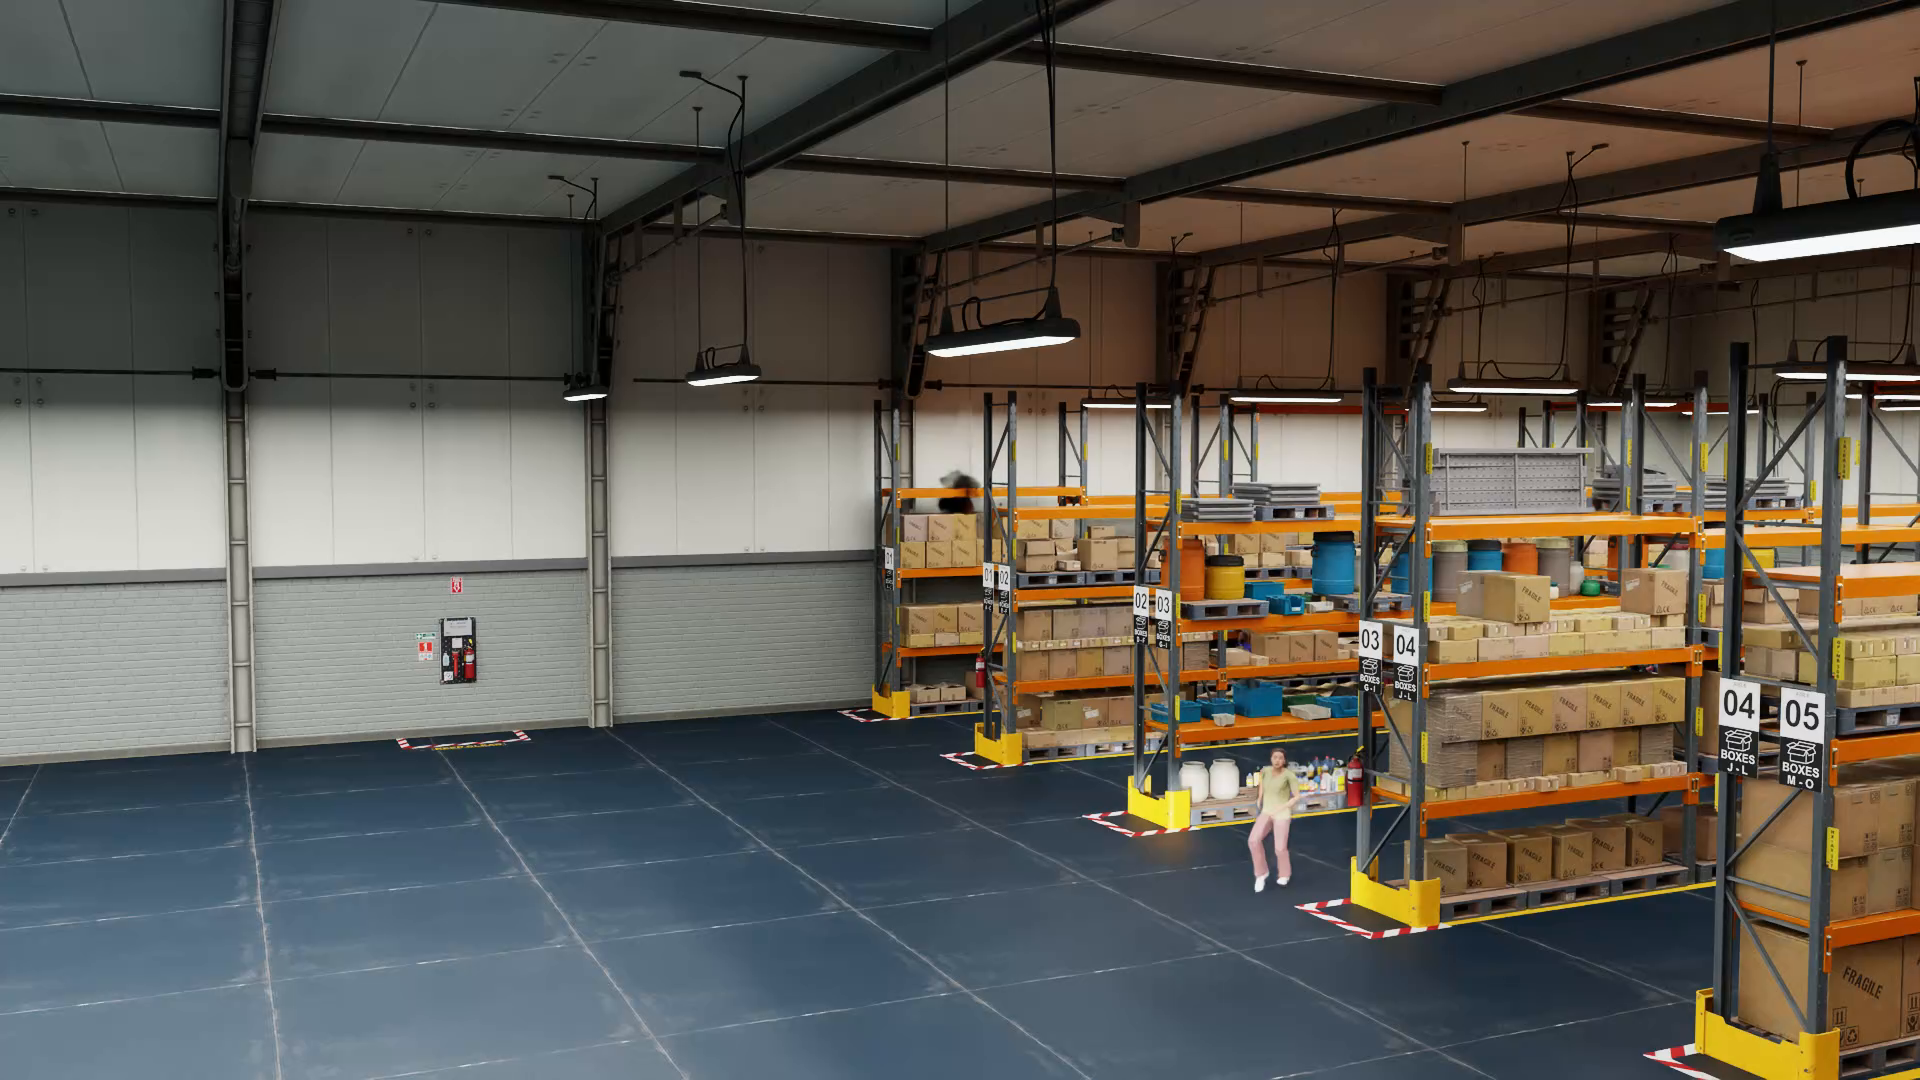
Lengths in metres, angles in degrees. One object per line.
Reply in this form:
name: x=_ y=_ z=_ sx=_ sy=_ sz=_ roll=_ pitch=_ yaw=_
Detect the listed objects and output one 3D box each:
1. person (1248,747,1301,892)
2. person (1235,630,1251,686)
person: x=3.656 y=3.219 z=19.237 sx=0.588 sy=1.677 sz=0.674 roll=3 pitch=4 yaw=37
person: x=5.290 y=2.517 z=31.022 sx=0.890 sy=1.679 sz=0.576 roll=-2 pitch=4 yaw=-28
